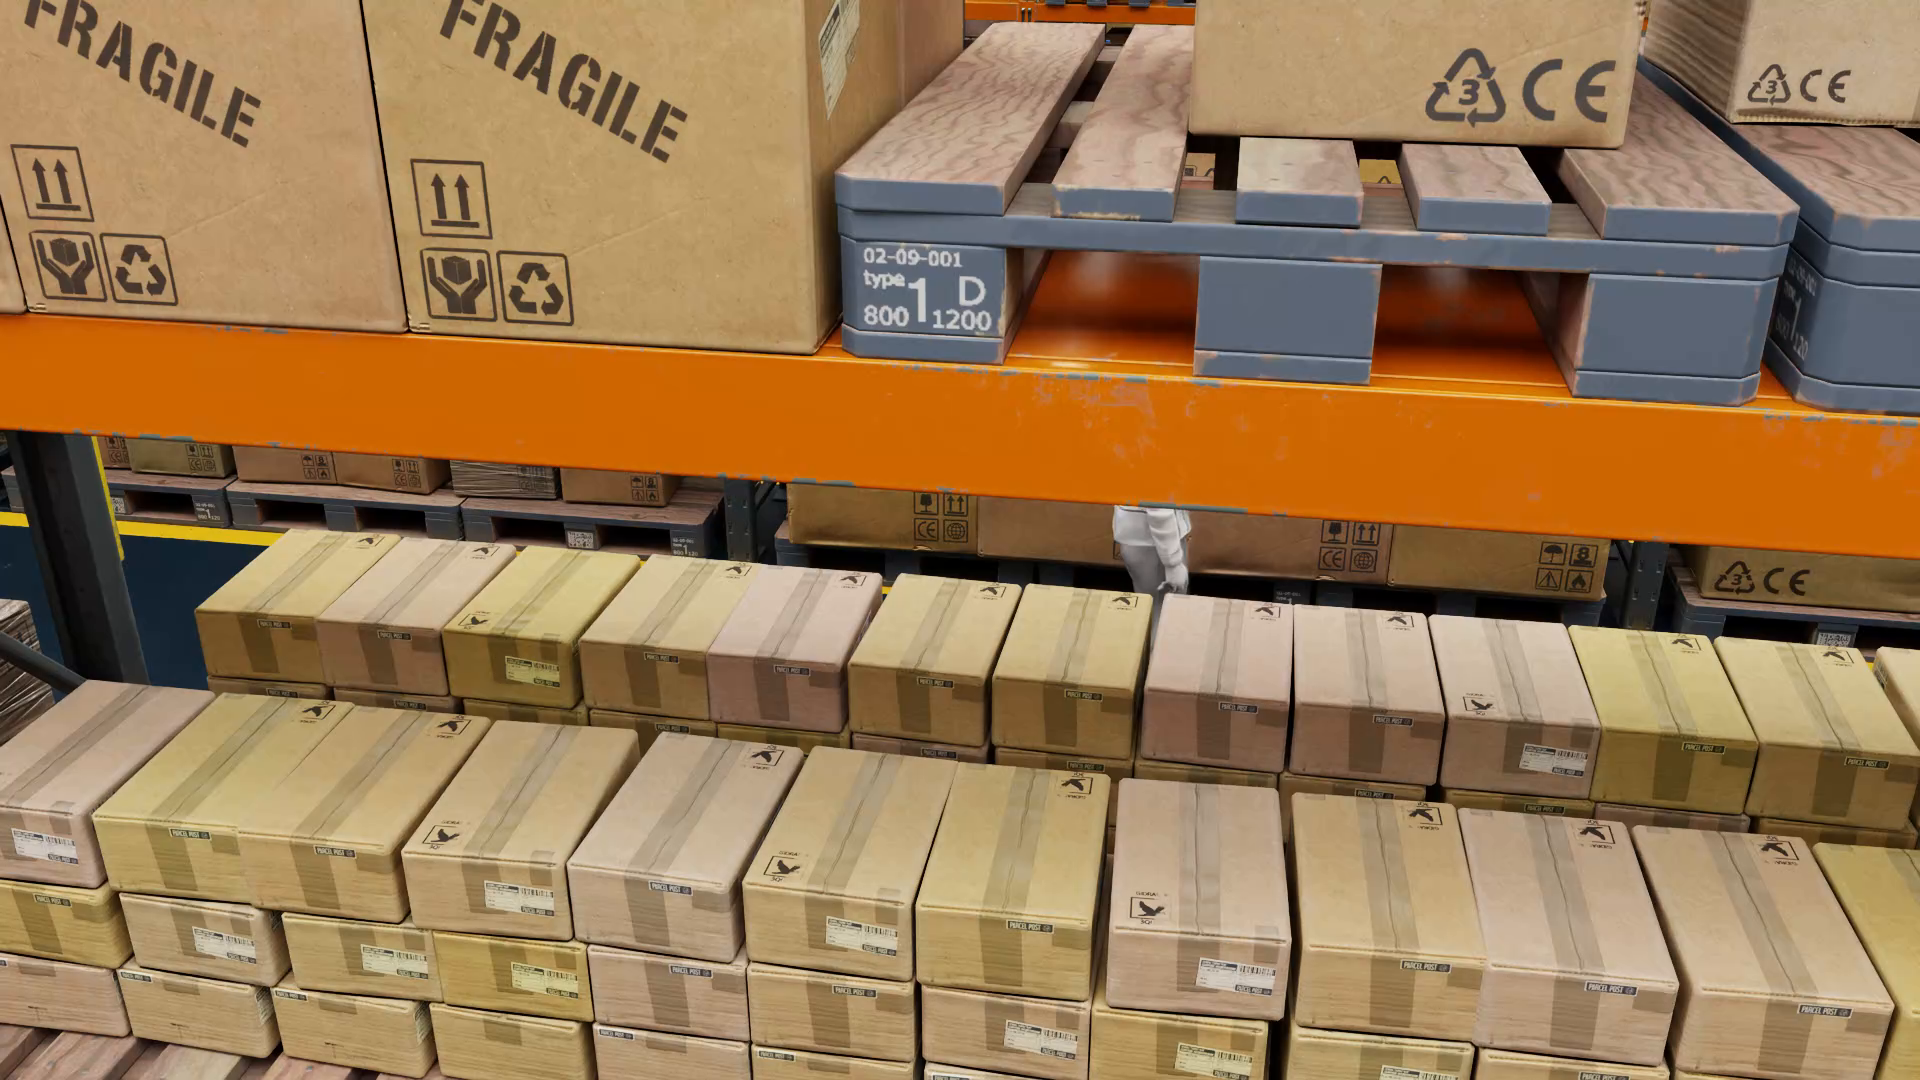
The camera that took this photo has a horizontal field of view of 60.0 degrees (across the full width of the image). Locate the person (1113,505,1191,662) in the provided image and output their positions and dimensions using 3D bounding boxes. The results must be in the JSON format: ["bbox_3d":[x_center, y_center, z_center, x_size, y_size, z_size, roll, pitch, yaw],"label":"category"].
[{"bbox_3d":[0.746,-0.003,6.107,0.371,1.666,0.547,2,25,5],"label":"person"}]
